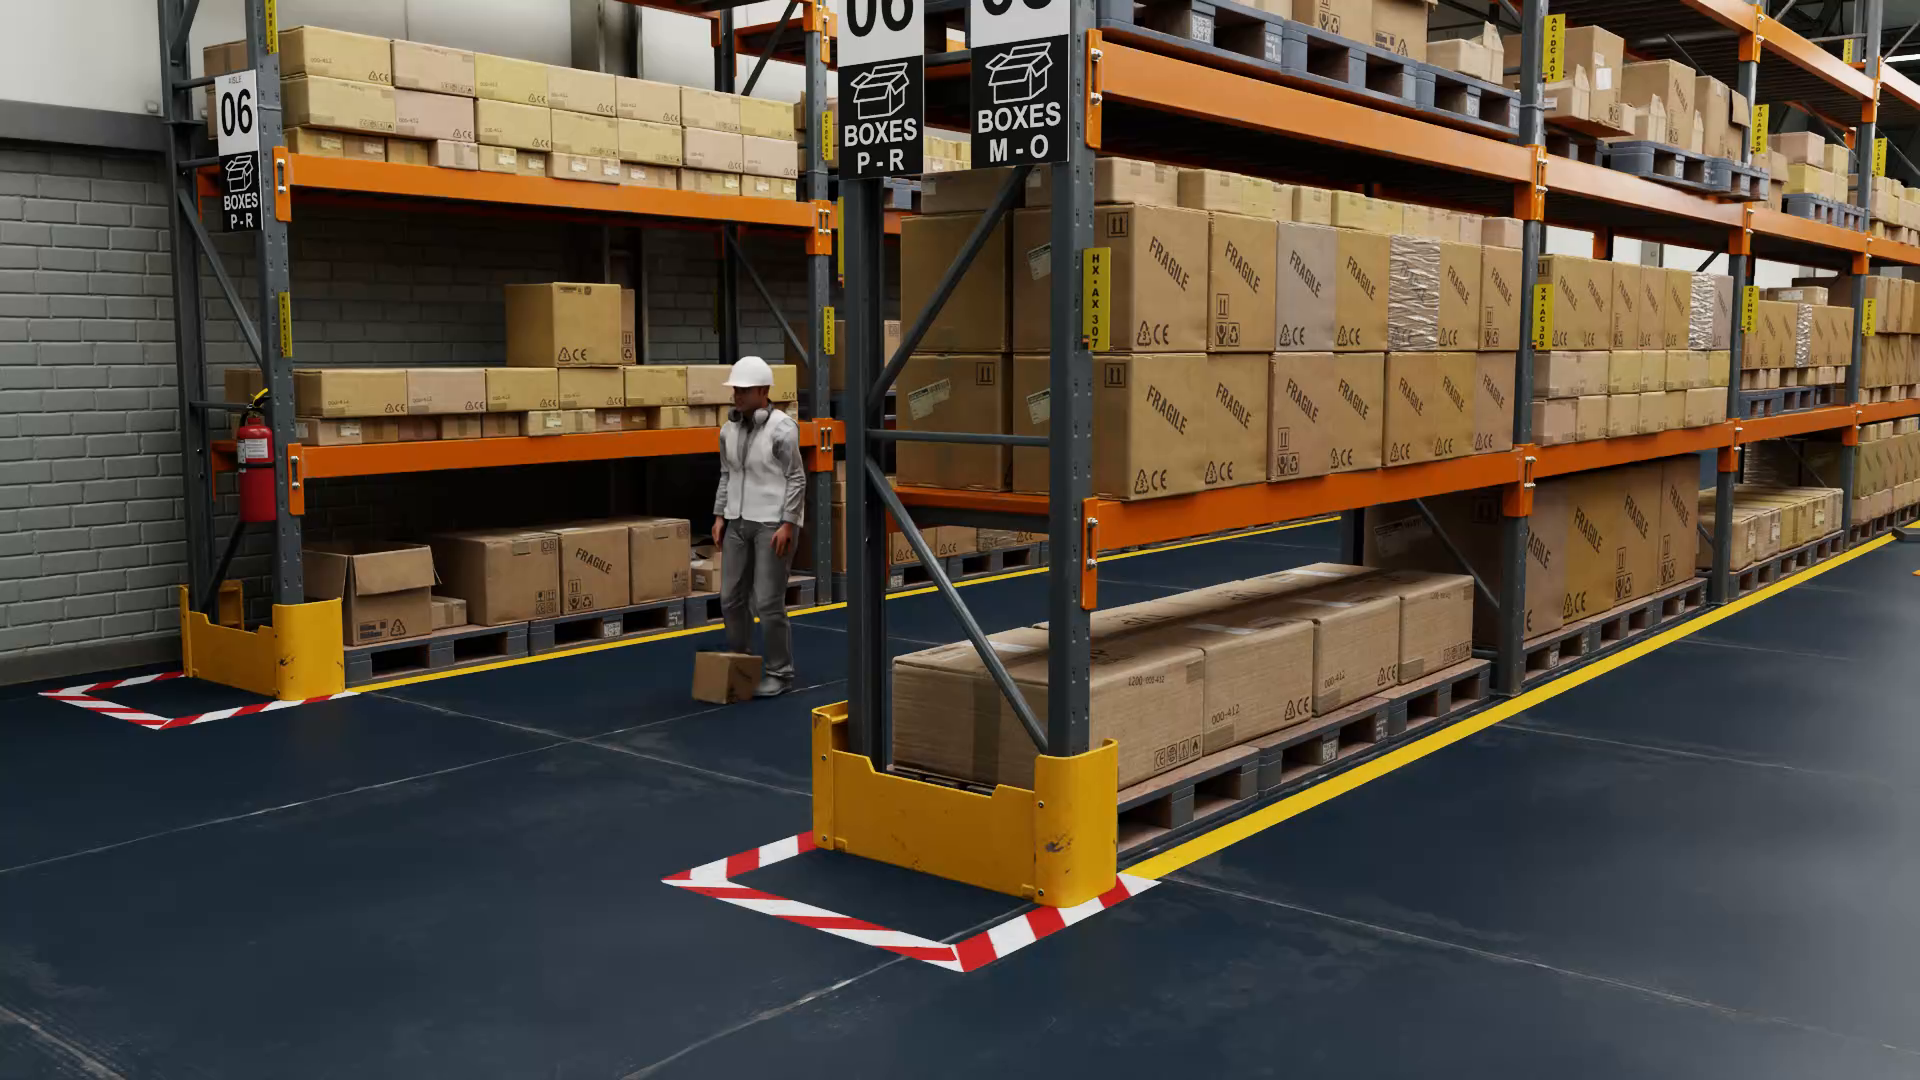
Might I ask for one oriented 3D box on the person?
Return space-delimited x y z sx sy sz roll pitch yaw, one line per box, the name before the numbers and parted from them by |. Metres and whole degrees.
person | -1.065 -0.078 8.781 0.570 1.772 0.456 5 8 36
